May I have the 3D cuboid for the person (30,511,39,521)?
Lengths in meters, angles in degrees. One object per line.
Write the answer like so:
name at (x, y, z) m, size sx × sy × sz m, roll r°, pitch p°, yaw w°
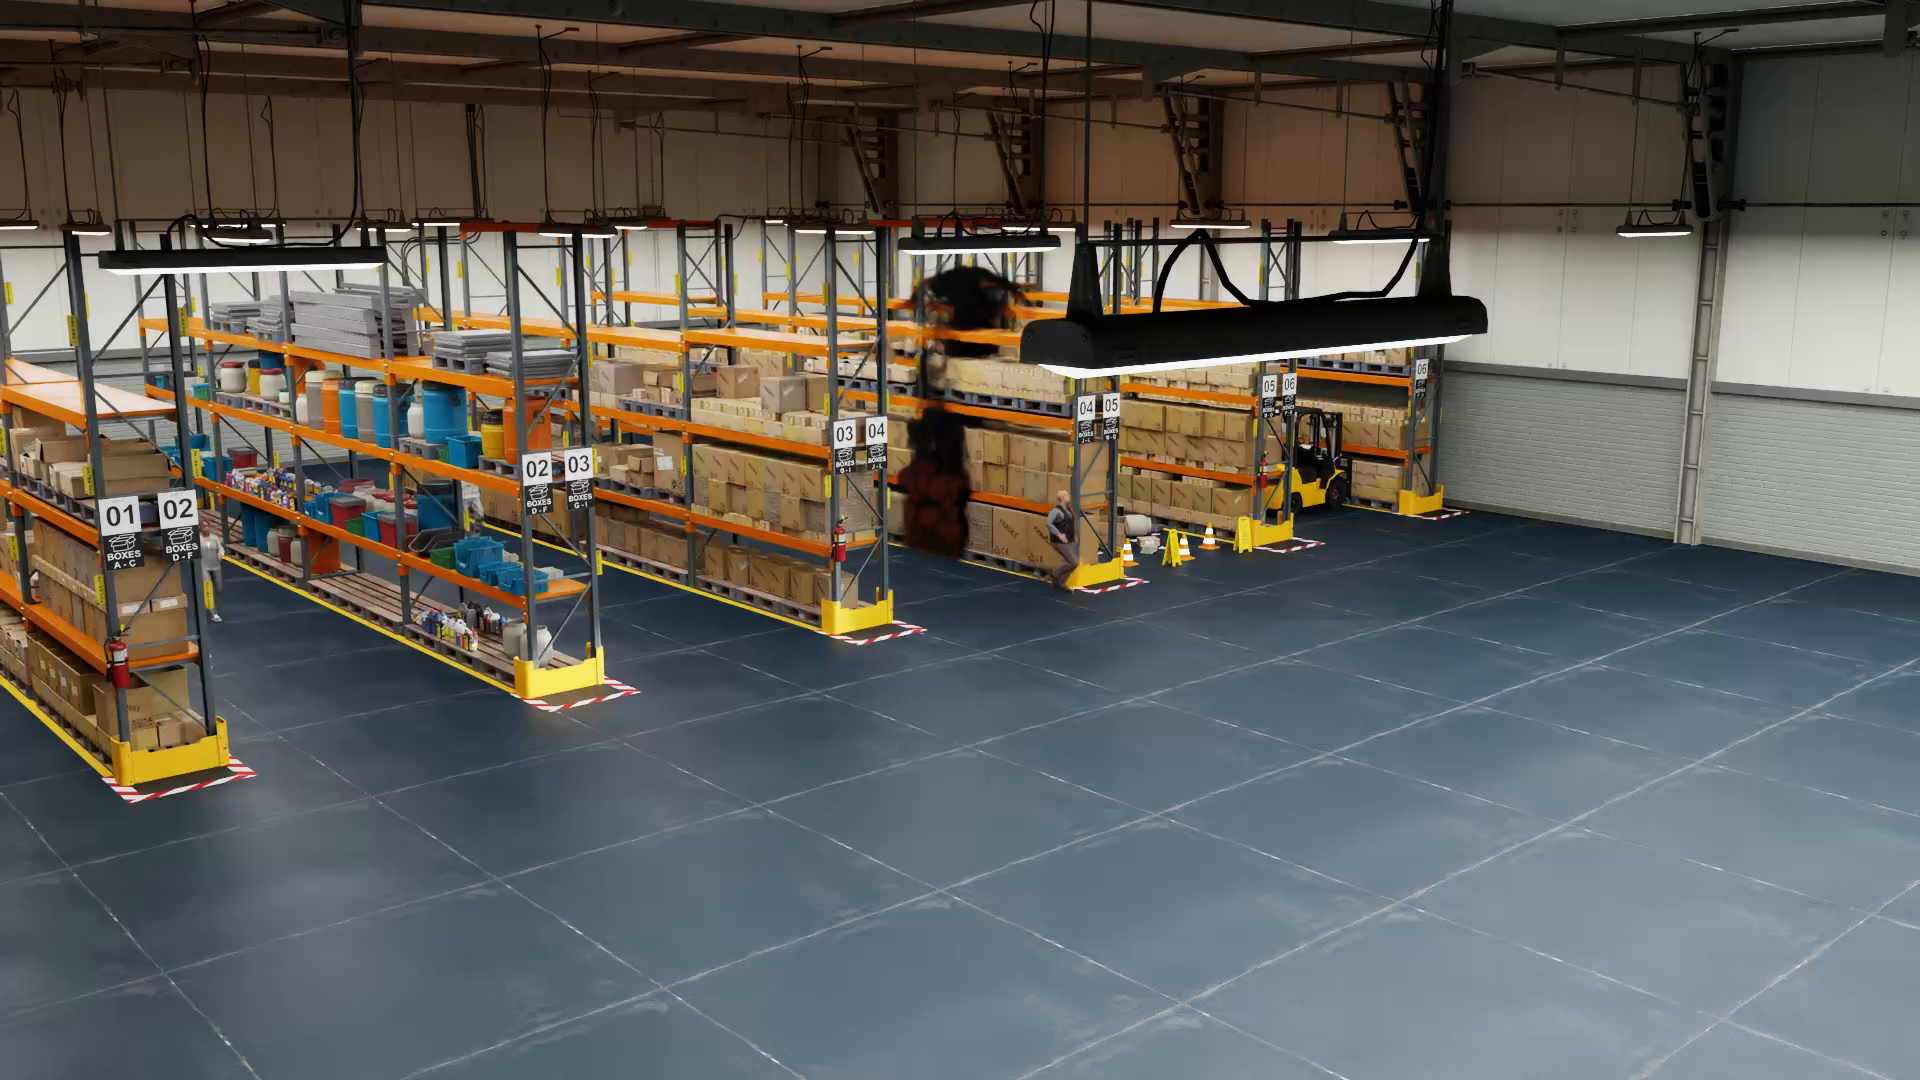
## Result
person at (-16.974, -0.627, 30.545) m, size 0.879 × 1.842 × 0.684 m, roll 9°, pitch 14°, yaw 36°

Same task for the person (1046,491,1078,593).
person at (1.721, 0.036, 27.028) m, size 0.514 × 1.687 × 0.687 m, roll 6°, pitch 13°, yaw 27°

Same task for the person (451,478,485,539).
person at (-9.175, -0.751, 31.097) m, size 0.659 × 1.827 × 0.715 m, roll -10°, pitch 15°, yaw -40°

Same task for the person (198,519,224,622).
person at (-11.620, 0.453, 25.675) m, size 0.546 × 1.560 × 0.722 m, roll -10°, pitch 15°, yaw -41°
